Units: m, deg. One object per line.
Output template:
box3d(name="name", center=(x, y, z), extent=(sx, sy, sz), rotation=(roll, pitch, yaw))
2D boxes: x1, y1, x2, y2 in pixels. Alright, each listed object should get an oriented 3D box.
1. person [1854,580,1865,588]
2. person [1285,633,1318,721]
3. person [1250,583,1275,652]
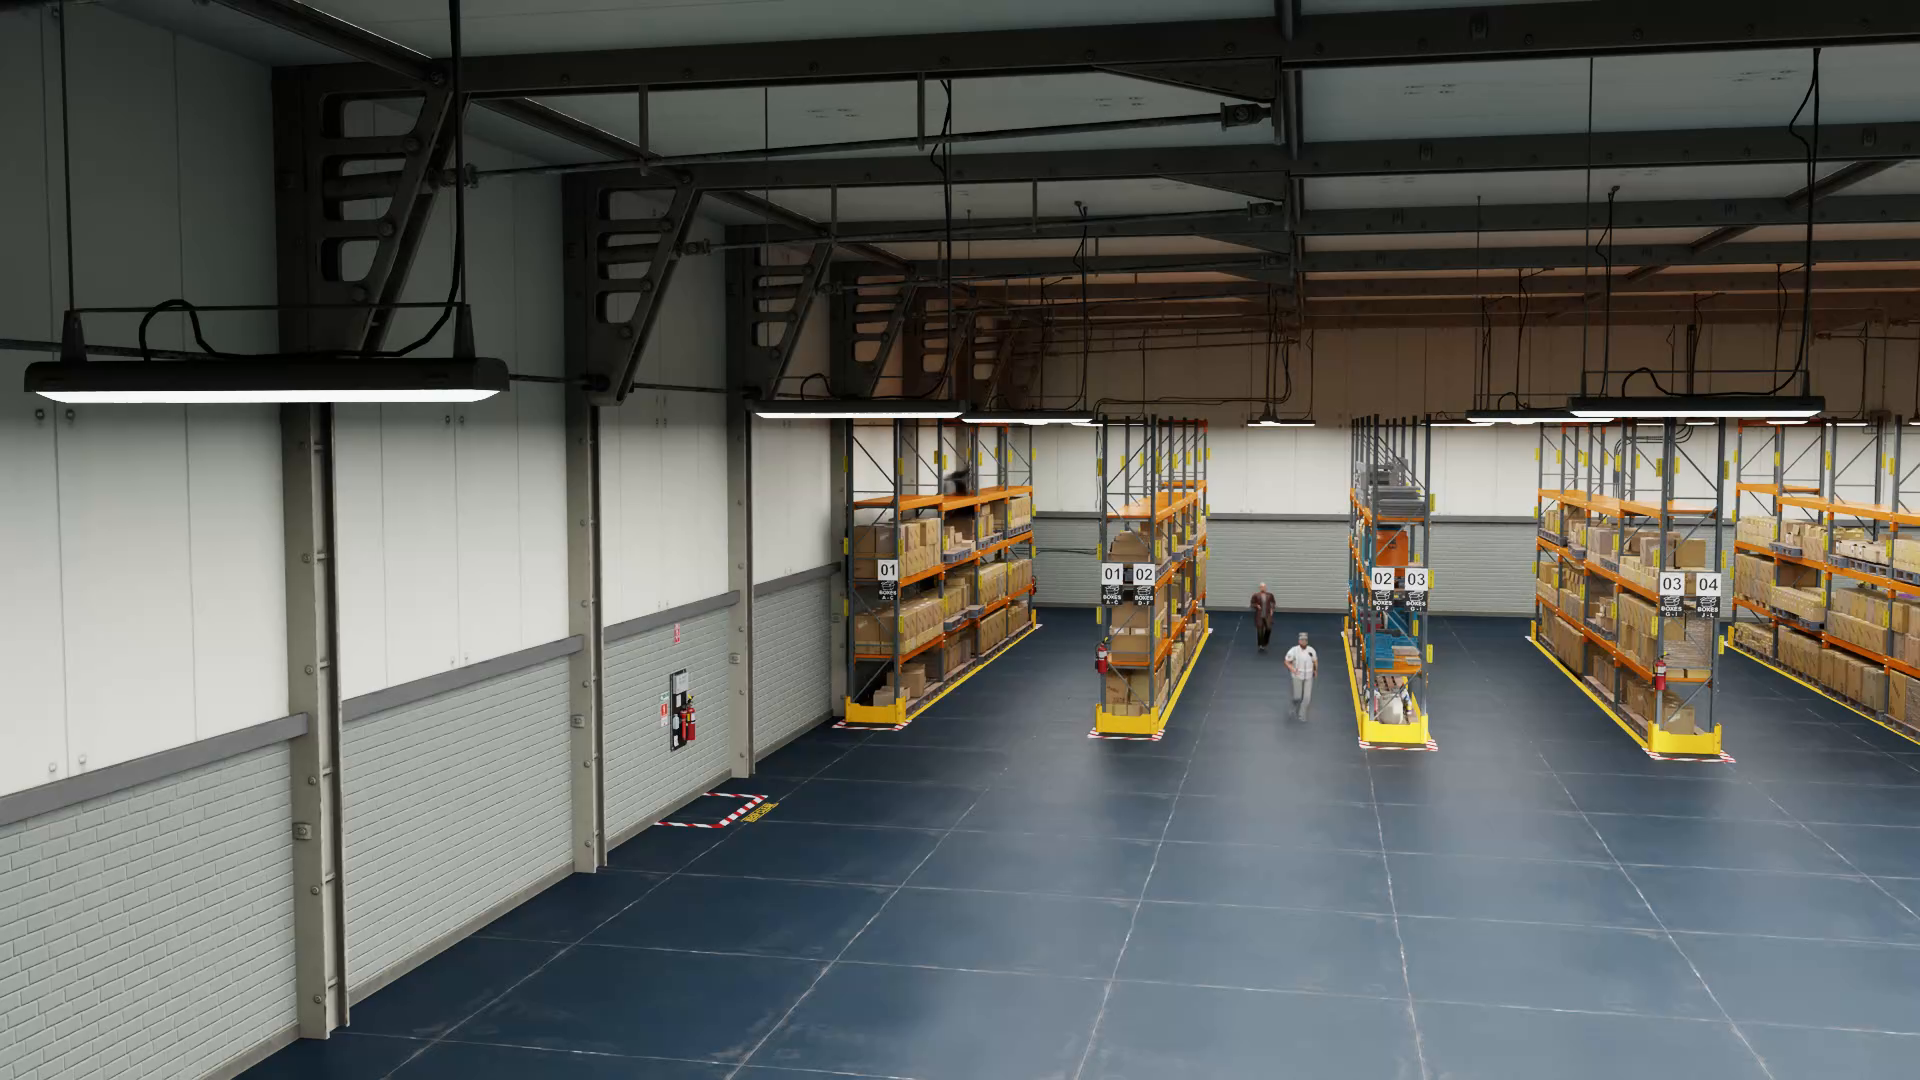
box3d(name="person", center=(24.000, 1.907, 44.409), extent=(0.610, 1.718, 0.698), rotation=(1, 4, 8))
box3d(name="person", center=(6.724, 2.674, 32.700), extent=(0.655, 1.738, 0.603), rotation=(0, 4, -5))
box3d(name="person", center=(7.826, 1.993, 42.876), extent=(0.669, 1.777, 0.753), rotation=(0, 4, 3))
